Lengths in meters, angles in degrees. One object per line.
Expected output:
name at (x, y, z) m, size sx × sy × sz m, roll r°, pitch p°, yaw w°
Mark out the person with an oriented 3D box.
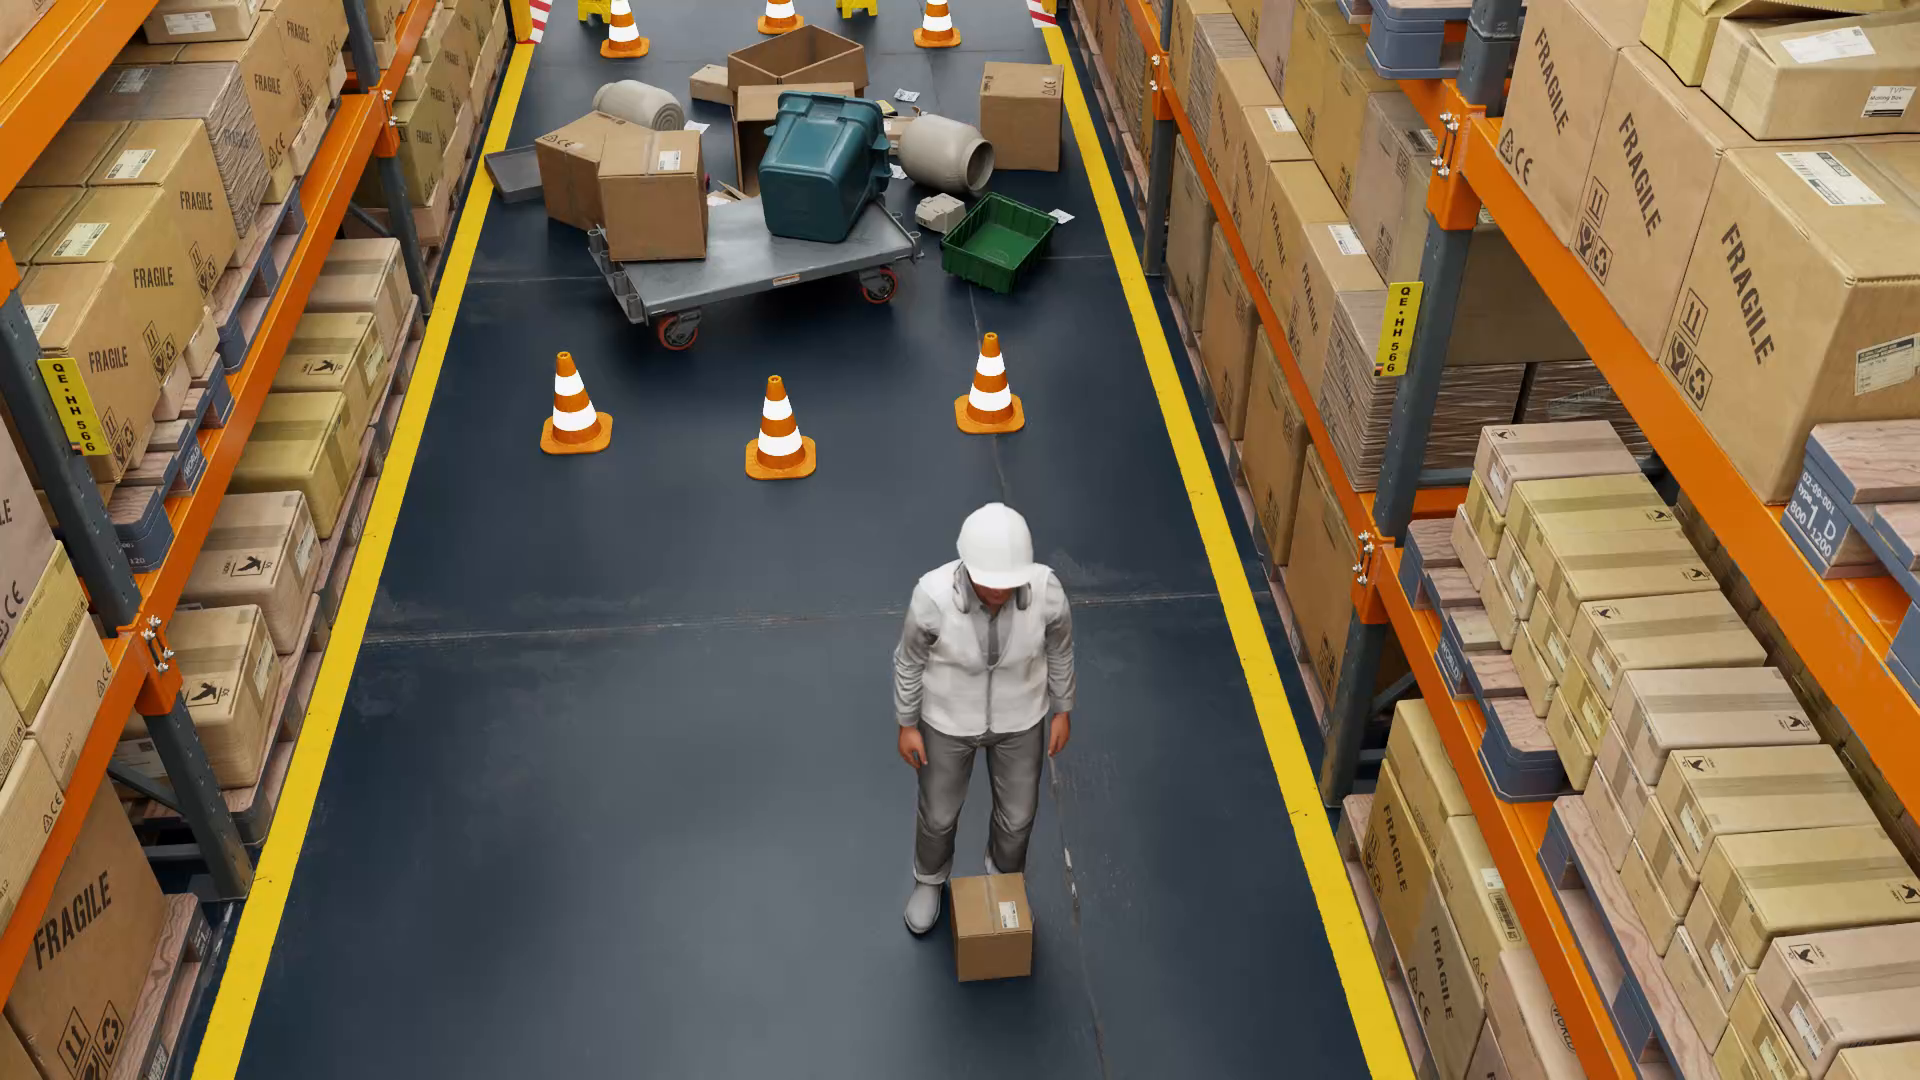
person at (0.081, 0.574, 5.420) m, size 0.589 × 1.772 × 0.464 m, roll -4°, pitch 39°, yaw -5°
